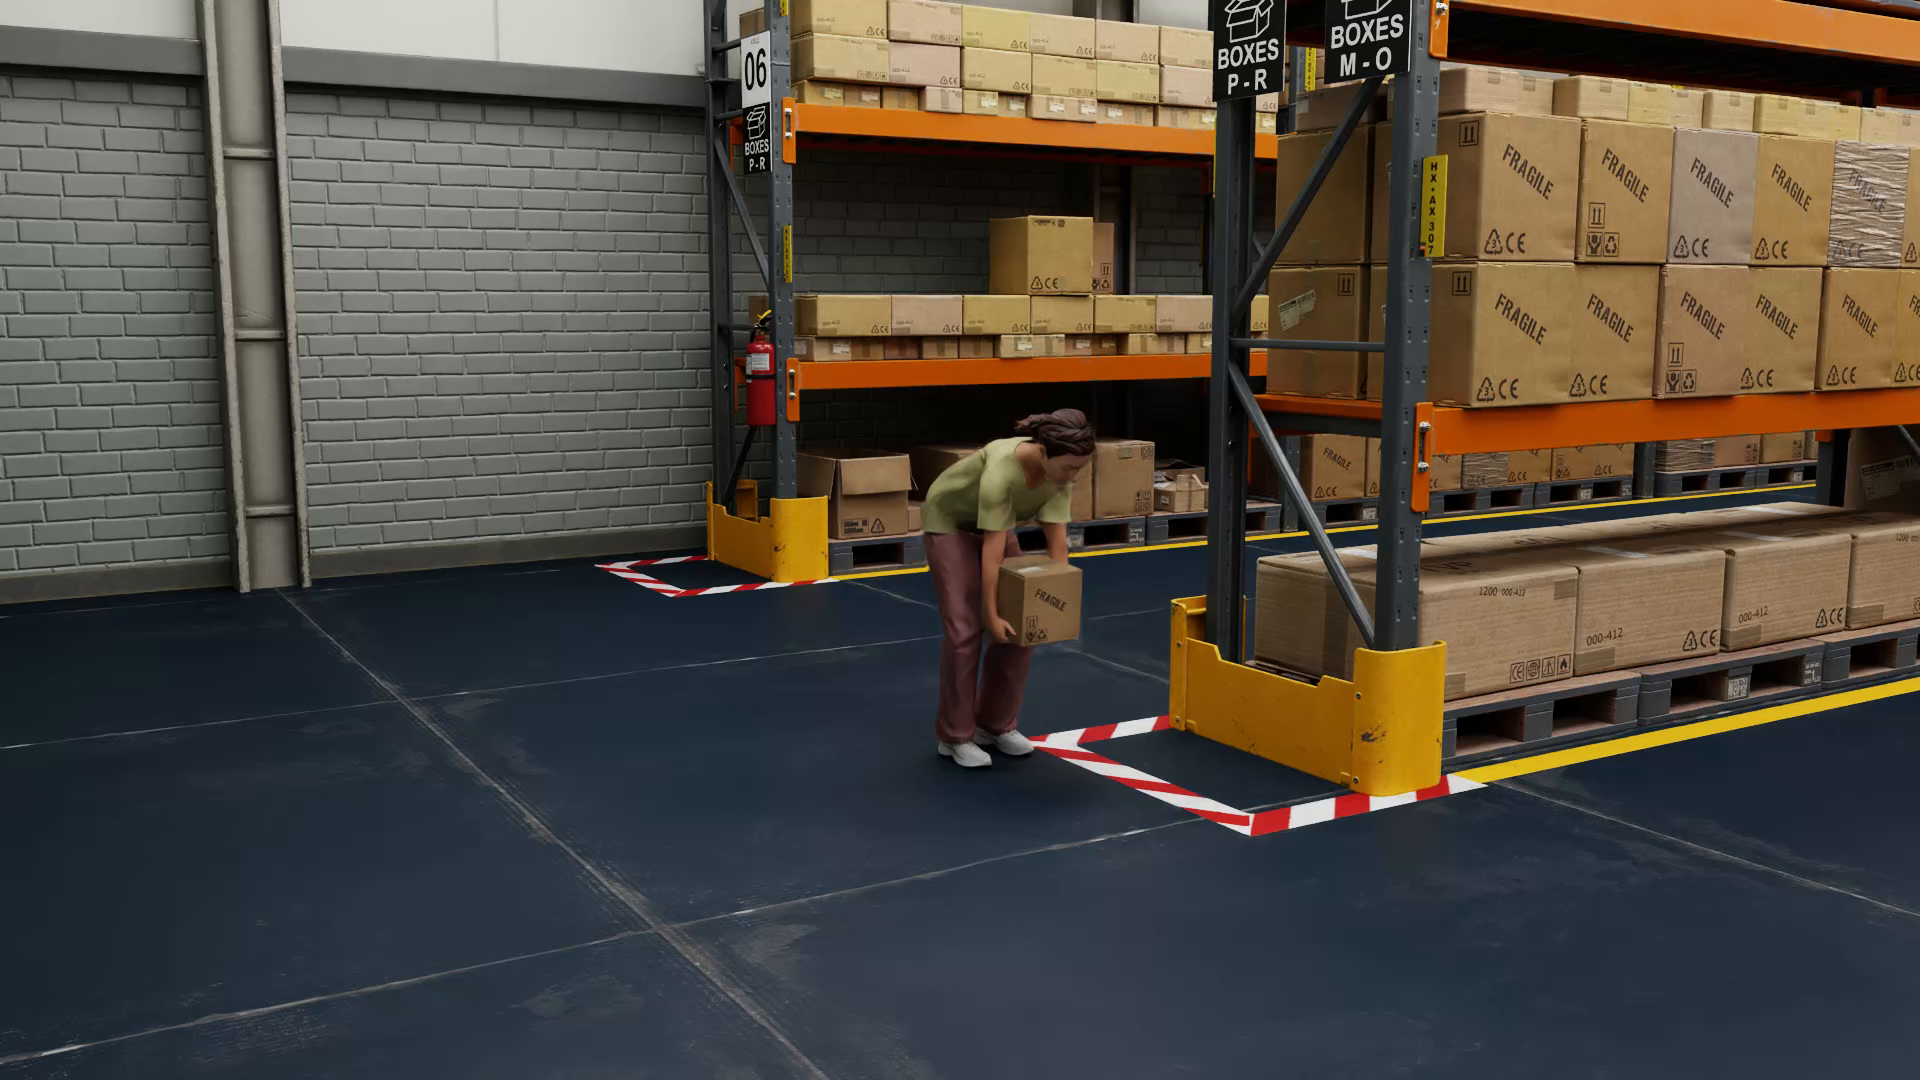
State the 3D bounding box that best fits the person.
[{"bbox_3d":[0.186,0.172,5.934,0.402,1.310,0.813,-6,10,-35],"label":"person"}]
